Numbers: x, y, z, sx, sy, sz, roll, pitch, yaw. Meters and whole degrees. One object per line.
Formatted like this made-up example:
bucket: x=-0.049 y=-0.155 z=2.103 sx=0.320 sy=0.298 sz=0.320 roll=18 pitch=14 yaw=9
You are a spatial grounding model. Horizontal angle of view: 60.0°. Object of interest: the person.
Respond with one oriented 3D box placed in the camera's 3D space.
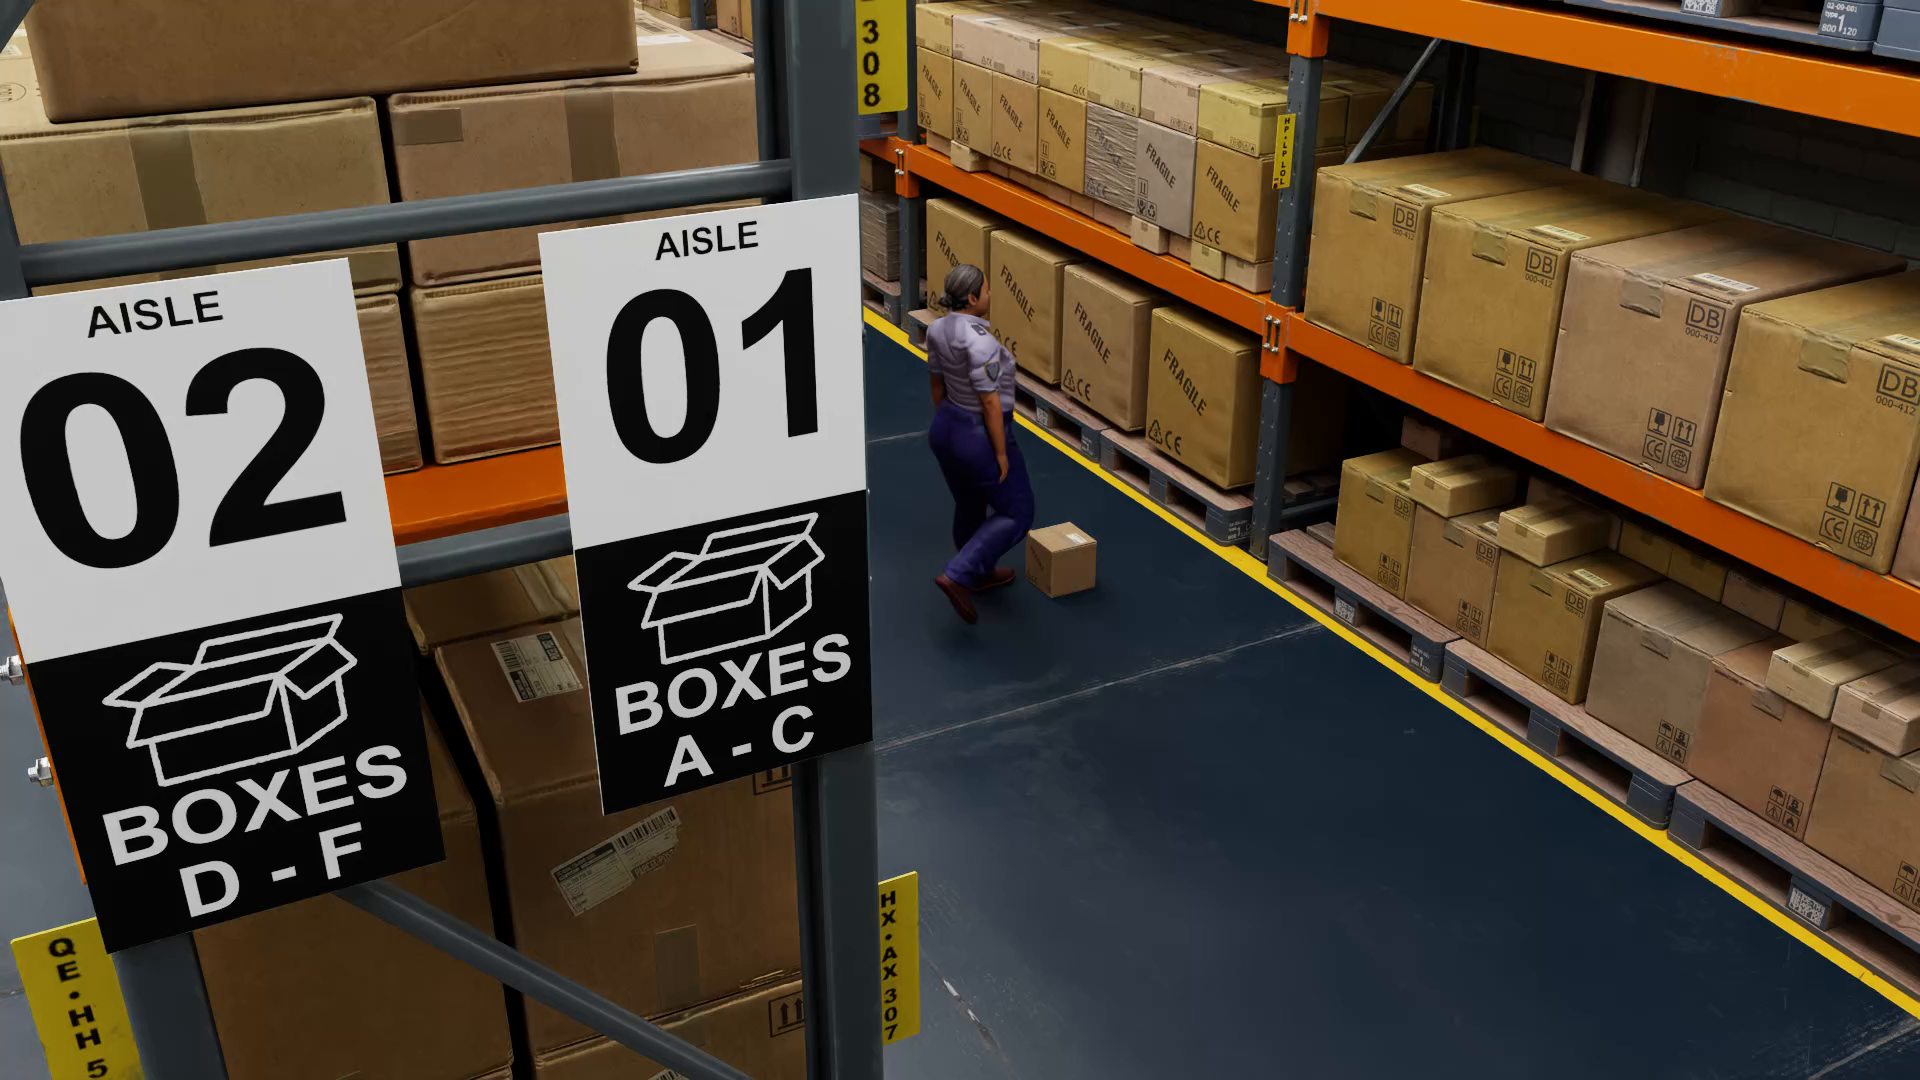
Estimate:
person: x=0.073 y=-0.450 z=7.539 sx=0.620 sy=1.645 sz=0.533 roll=-17 pitch=30 yaw=-31
